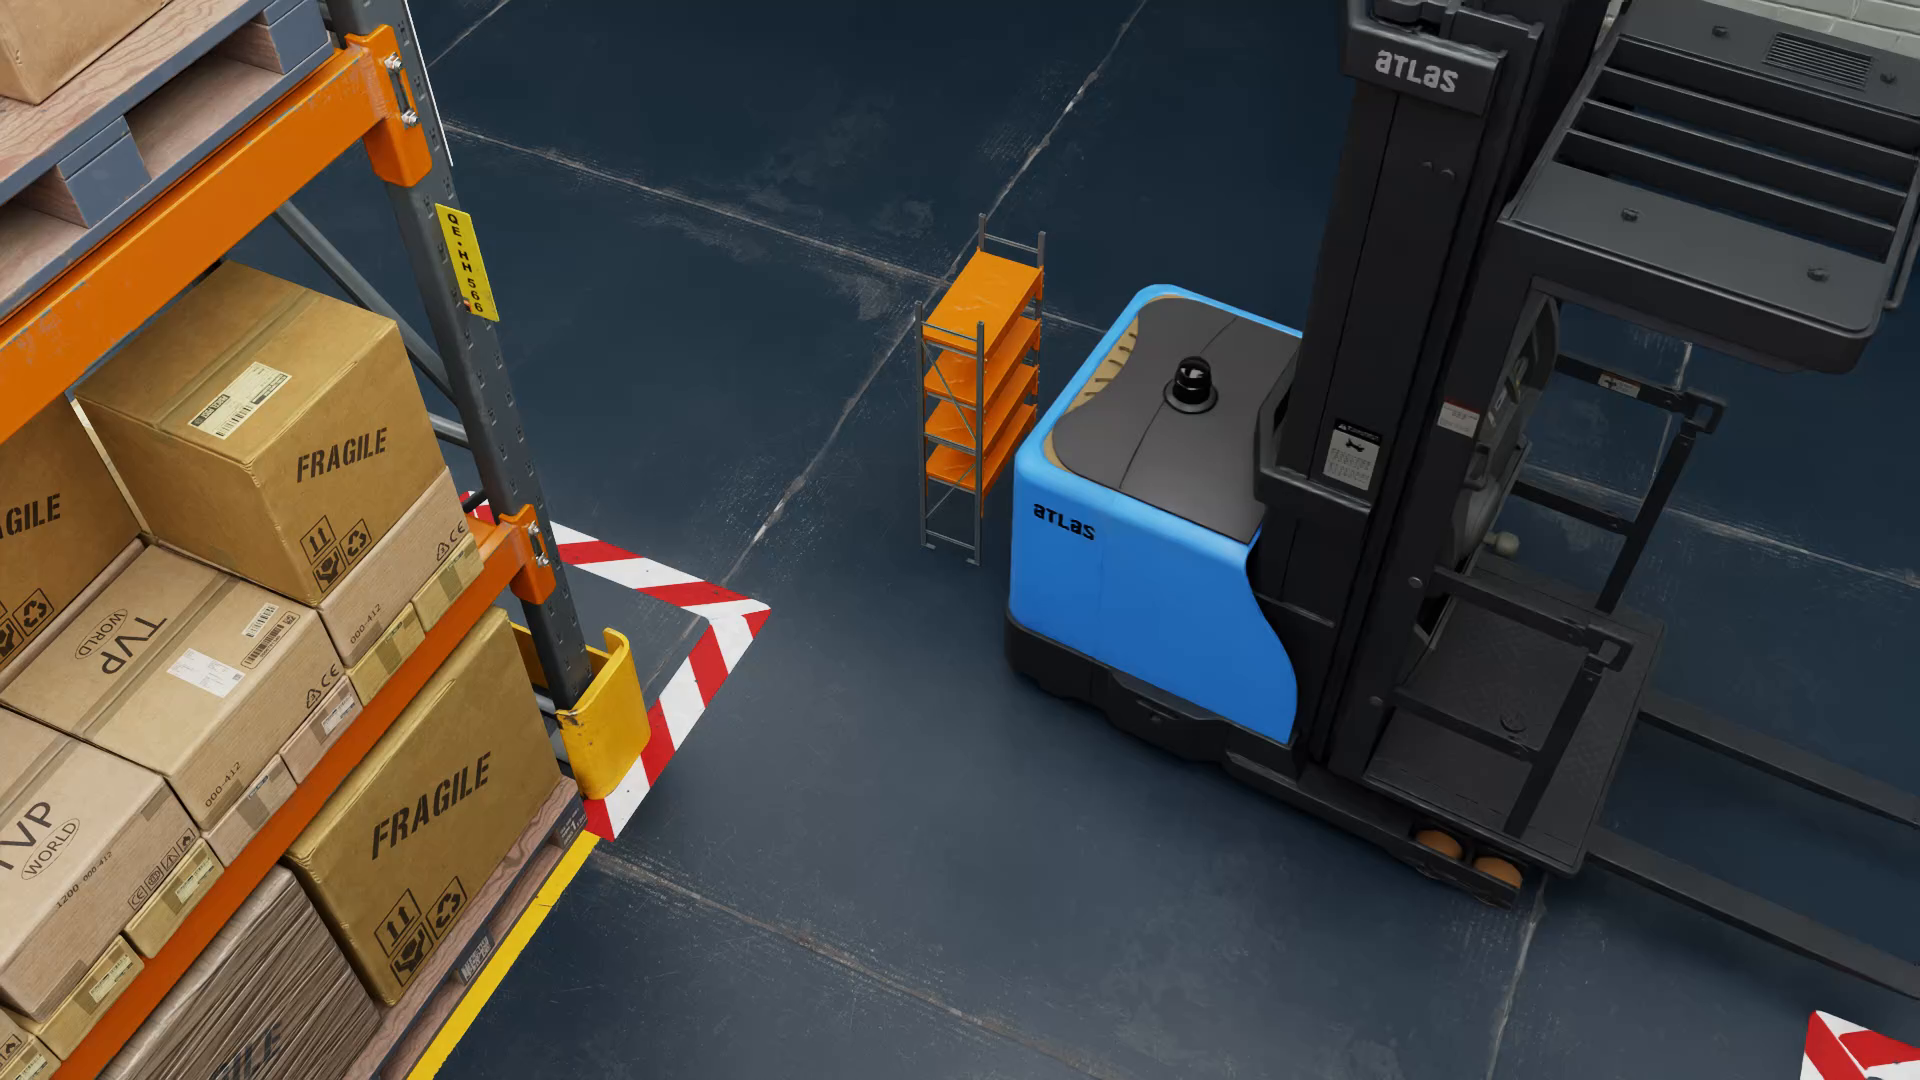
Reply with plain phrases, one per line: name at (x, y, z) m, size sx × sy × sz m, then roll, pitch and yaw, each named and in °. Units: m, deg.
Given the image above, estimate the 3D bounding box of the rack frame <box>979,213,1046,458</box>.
rack frame at (0.175, -0.671, 6.033) m, size 0.240 × 1.200 × 0.015 m, roll 20°, pitch 52°, yaw 16°

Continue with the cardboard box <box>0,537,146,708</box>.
cardboard box at (-2.312, 0.171, 4.038) m, size 0.500 × 0.250 × 0.500 m, roll 19°, pitch 52°, yaw 16°

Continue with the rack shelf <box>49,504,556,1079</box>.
rack shelf at (-2.501, 1.226, 3.710) m, size 1.077 × 0.370 × 4.000 m, roll 20°, pitch 52°, yaw 16°

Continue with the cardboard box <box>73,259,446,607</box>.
cardboard box at (-1.617, -0.254, 3.907) m, size 0.500 × 0.500 × 0.500 m, roll 20°, pitch 53°, yaw 17°

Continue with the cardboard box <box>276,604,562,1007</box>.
cardboard box at (-1.848, 0.635, 4.860) m, size 0.875 × 0.875 × 0.875 m, roll 20°, pitch 52°, yaw 16°

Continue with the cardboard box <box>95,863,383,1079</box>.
cardboard box at (-2.236, 1.262, 4.326) m, size 0.875 × 0.875 × 0.875 m, roll 20°, pitch 52°, yaw 16°

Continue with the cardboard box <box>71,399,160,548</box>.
cardboard box at (-2.096, -0.189, 4.345) m, size 0.500 × 0.250 × 0.500 m, roll 19°, pitch 52°, yaw 15°

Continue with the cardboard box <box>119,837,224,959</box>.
cardboard box at (-1.936, 0.753, 3.804) m, size 0.380 × 0.149 × 0.250 m, roll 19°, pitch 52°, yaw 15°

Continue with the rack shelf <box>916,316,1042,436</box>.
rack shelf at (0.071, -0.604, 5.771) m, size 0.258 × 0.148 × 0.480 m, roll 20°, pitch 52°, yaw 16°

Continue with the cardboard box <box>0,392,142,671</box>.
cardboard box at (-2.309, -0.088, 3.766) m, size 0.500 × 0.500 × 0.500 m, roll 19°, pitch 52°, yaw 15°

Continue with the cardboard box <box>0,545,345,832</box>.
cardboard box at (-1.831, 0.337, 3.897) m, size 0.500 × 0.250 × 0.500 m, roll 19°, pitch 52°, yaw 15°

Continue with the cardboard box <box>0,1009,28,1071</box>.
cardboard box at (-2.267, 1.048, 3.292) m, size 0.500 × 0.250 × 0.500 m, roll 20°, pitch 52°, yaw 16°

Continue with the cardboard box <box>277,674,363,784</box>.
cardboard box at (-1.719, 0.402, 4.103) m, size 0.380 × 0.149 × 0.250 m, roll 20°, pitch 52°, yaw 16°

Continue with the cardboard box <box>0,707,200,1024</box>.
cardboard box at (-2.048, 0.688, 3.598) m, size 0.500 × 0.250 × 0.500 m, roll 18°, pitch 52°, yaw 15°

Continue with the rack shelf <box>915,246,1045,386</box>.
rack shelf at (0.071, -0.757, 5.591) m, size 0.258 × 0.148 × 0.480 m, roll 20°, pitch 52°, yaw 16°

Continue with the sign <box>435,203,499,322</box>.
sign at (-1.162, -0.650, 3.918) m, size 0.100 × 0.325 × 0.005 m, roll 20°, pitch 52°, yaw 16°

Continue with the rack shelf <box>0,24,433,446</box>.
rack shelf at (-2.501, 0.254, 2.567) m, size 1.077 × 0.370 × 4.000 m, roll 20°, pitch 52°, yaw 16°

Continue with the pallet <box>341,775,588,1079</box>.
pallet at (-1.917, 1.096, 5.179) m, size 1.003 × 0.211 × 1.213 m, roll 20°, pitch 52°, yaw 16°

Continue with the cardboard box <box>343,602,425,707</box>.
cardboard box at (-1.610, 0.229, 4.250) m, size 0.380 × 0.149 × 0.250 m, roll 20°, pitch 53°, yaw 16°

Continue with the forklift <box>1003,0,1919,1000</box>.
forklift at (1.687, -0.261, 4.548) m, size 3.031 × 2.935 × 1.130 m, roll 24°, pitch 54°, yaw 19°

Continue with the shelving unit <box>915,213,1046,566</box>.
shelving unit at (0.071, -0.503, 5.890) m, size 0.258 × 1.200 × 0.503 m, roll 20°, pitch 52°, yaw 16°

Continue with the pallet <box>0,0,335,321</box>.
pallet at (-1.954, -0.813, 3.061) m, size 1.003 × 0.211 × 1.213 m, roll 20°, pitch 52°, yaw 16°

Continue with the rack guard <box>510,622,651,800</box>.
rack guard at (-1.636, 0.409, 5.573) m, size 1.175 × 0.500 × 0.348 m, roll 20°, pitch 52°, yaw 16°

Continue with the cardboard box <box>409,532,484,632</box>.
cardboard box at (-1.501, 0.050, 4.403) m, size 0.380 × 0.149 × 0.250 m, roll 21°, pitch 53°, yaw 17°

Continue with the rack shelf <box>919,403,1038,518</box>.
rack shelf at (0.071, -0.331, 6.092) m, size 0.258 × 0.148 × 0.480 m, roll 20°, pitch 52°, yaw 16°

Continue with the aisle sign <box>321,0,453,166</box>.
aisle sign at (-1.344, -1.179, 3.576) m, size 0.394 × 0.787 × 0.004 m, roll 20°, pitch 52°, yaw 16°

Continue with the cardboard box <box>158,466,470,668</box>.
cardboard box at (-1.614, -0.012, 4.194) m, size 0.500 × 0.250 × 0.500 m, roll 19°, pitch 52°, yaw 16°

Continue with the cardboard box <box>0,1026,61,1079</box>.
cardboard box at (-2.154, 1.102, 3.508) m, size 0.380 × 0.149 × 0.250 m, roll 21°, pitch 53°, yaw 17°

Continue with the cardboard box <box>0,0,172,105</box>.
cardboard box at (-1.820, -1.182, 2.909) m, size 0.700 × 0.500 × 0.500 m, roll 17°, pitch 52°, yaw 14°

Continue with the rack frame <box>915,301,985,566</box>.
rack frame at (-0.034, -0.335, 5.747) m, size 0.240 × 1.200 × 0.015 m, roll 20°, pitch 52°, yaw 16°

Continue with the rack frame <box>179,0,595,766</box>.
rack frame at (-1.646, -0.384, 4.607) m, size 1.000 × 3.000 × 0.127 m, roll 20°, pitch 52°, yaw 16°

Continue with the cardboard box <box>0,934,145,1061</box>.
cardboard box at (-2.046, 0.932, 3.652) m, size 0.380 × 0.149 × 0.250 m, roll 20°, pitch 52°, yaw 16°

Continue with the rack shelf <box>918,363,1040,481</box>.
rack shelf at (0.071, -0.459, 5.941) m, size 0.258 × 0.148 × 0.480 m, roll 20°, pitch 52°, yaw 16°

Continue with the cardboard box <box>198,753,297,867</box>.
cardboard box at (-1.827, 0.574, 3.957) m, size 0.380 × 0.149 × 0.250 m, roll 21°, pitch 53°, yaw 17°
